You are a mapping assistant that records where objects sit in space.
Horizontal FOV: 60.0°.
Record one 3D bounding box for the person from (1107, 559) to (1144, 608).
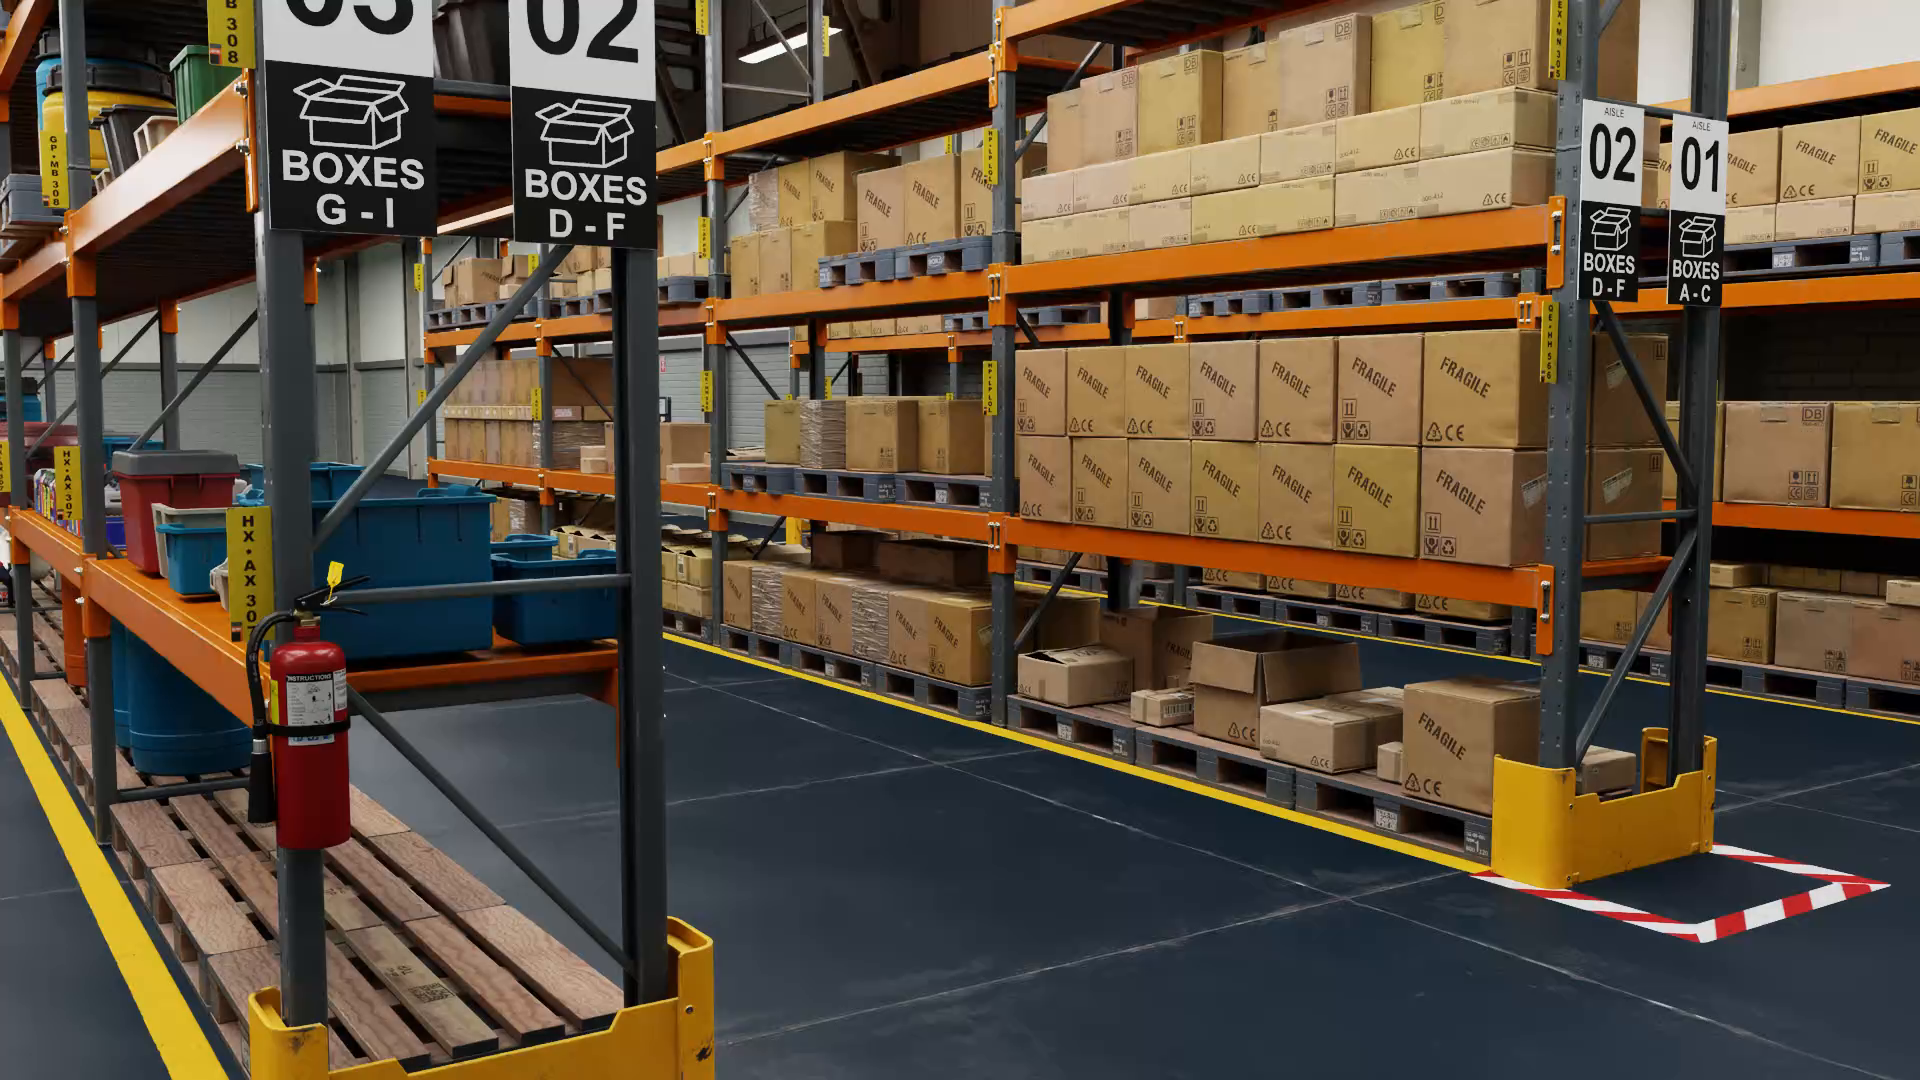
[{"bbox_3d":[1.434,-0.043,14.440,0.441,1.686,0.475,-3,6,-35],"label":"person"}]
